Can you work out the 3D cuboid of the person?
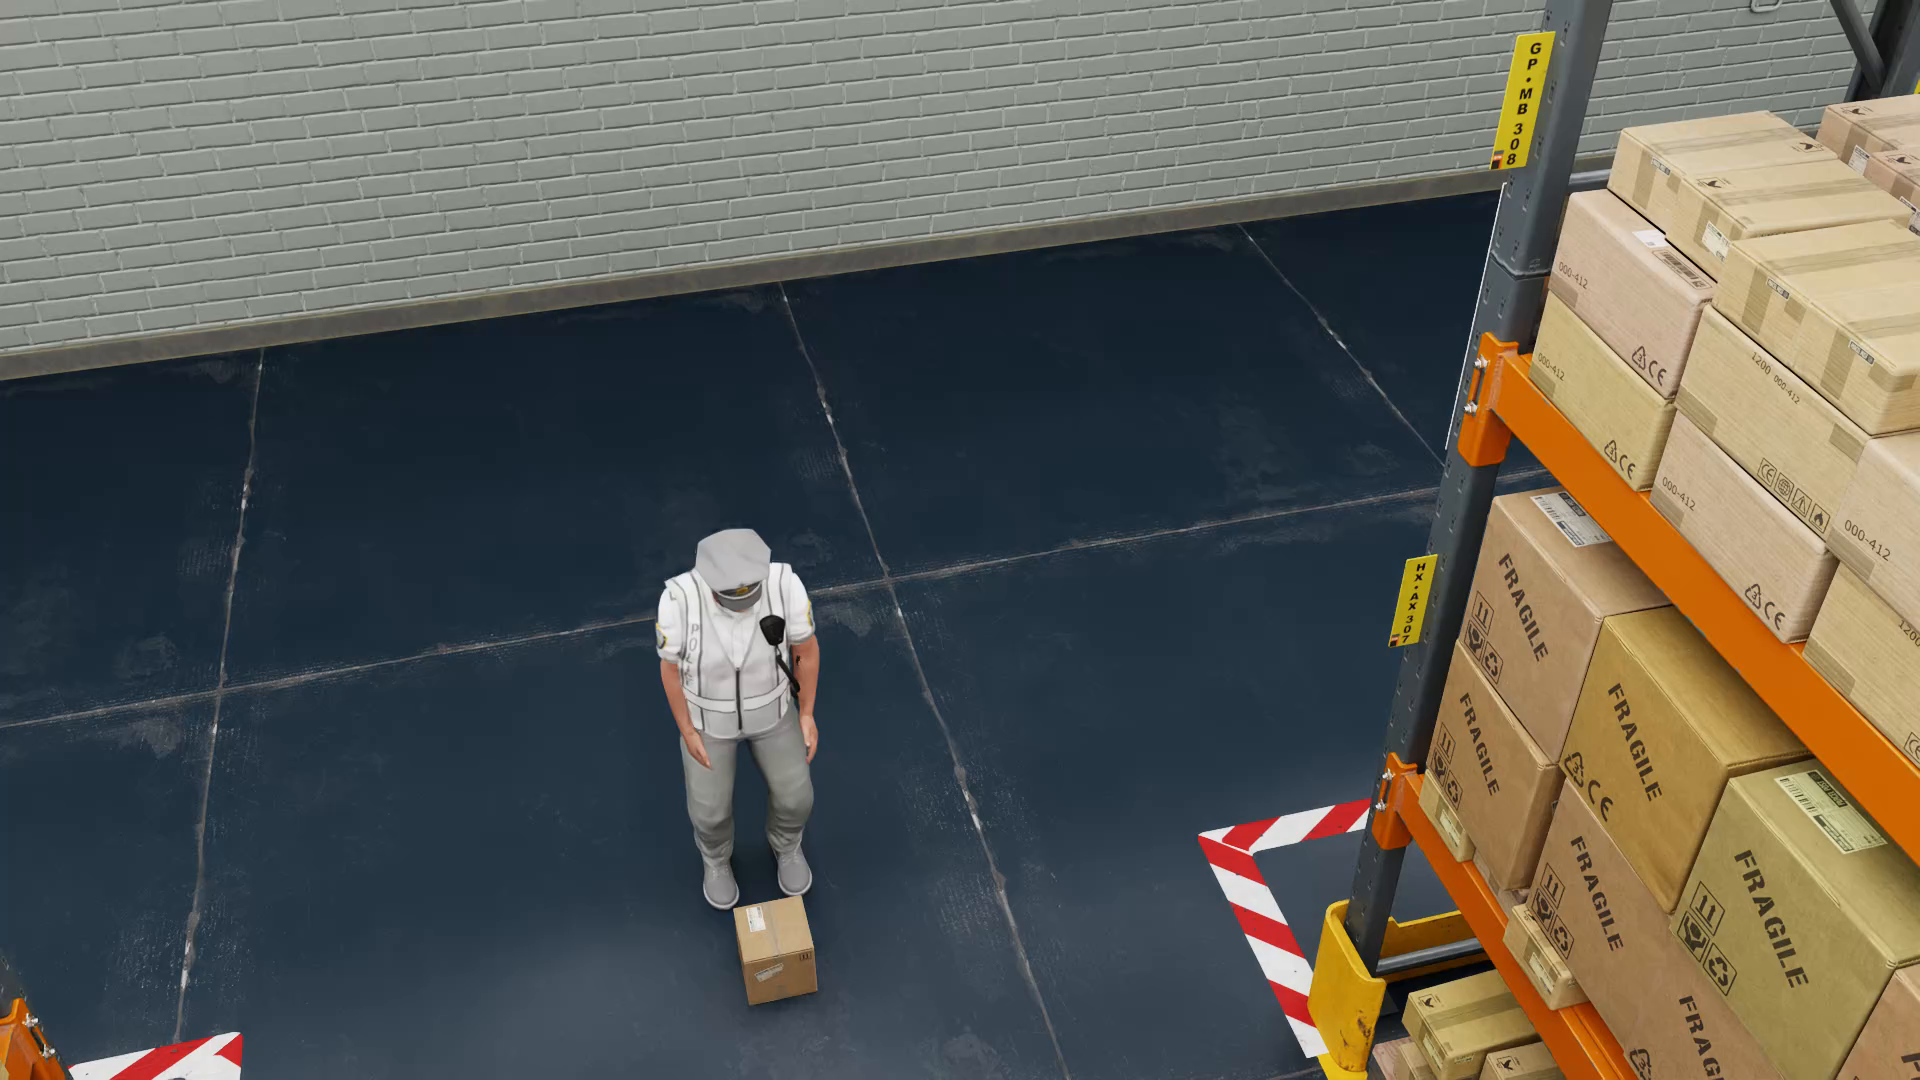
[{"bbox_3d":[-0.767,0.622,5.963,0.557,1.701,0.496,-8,39,-11],"label":"person"}]
